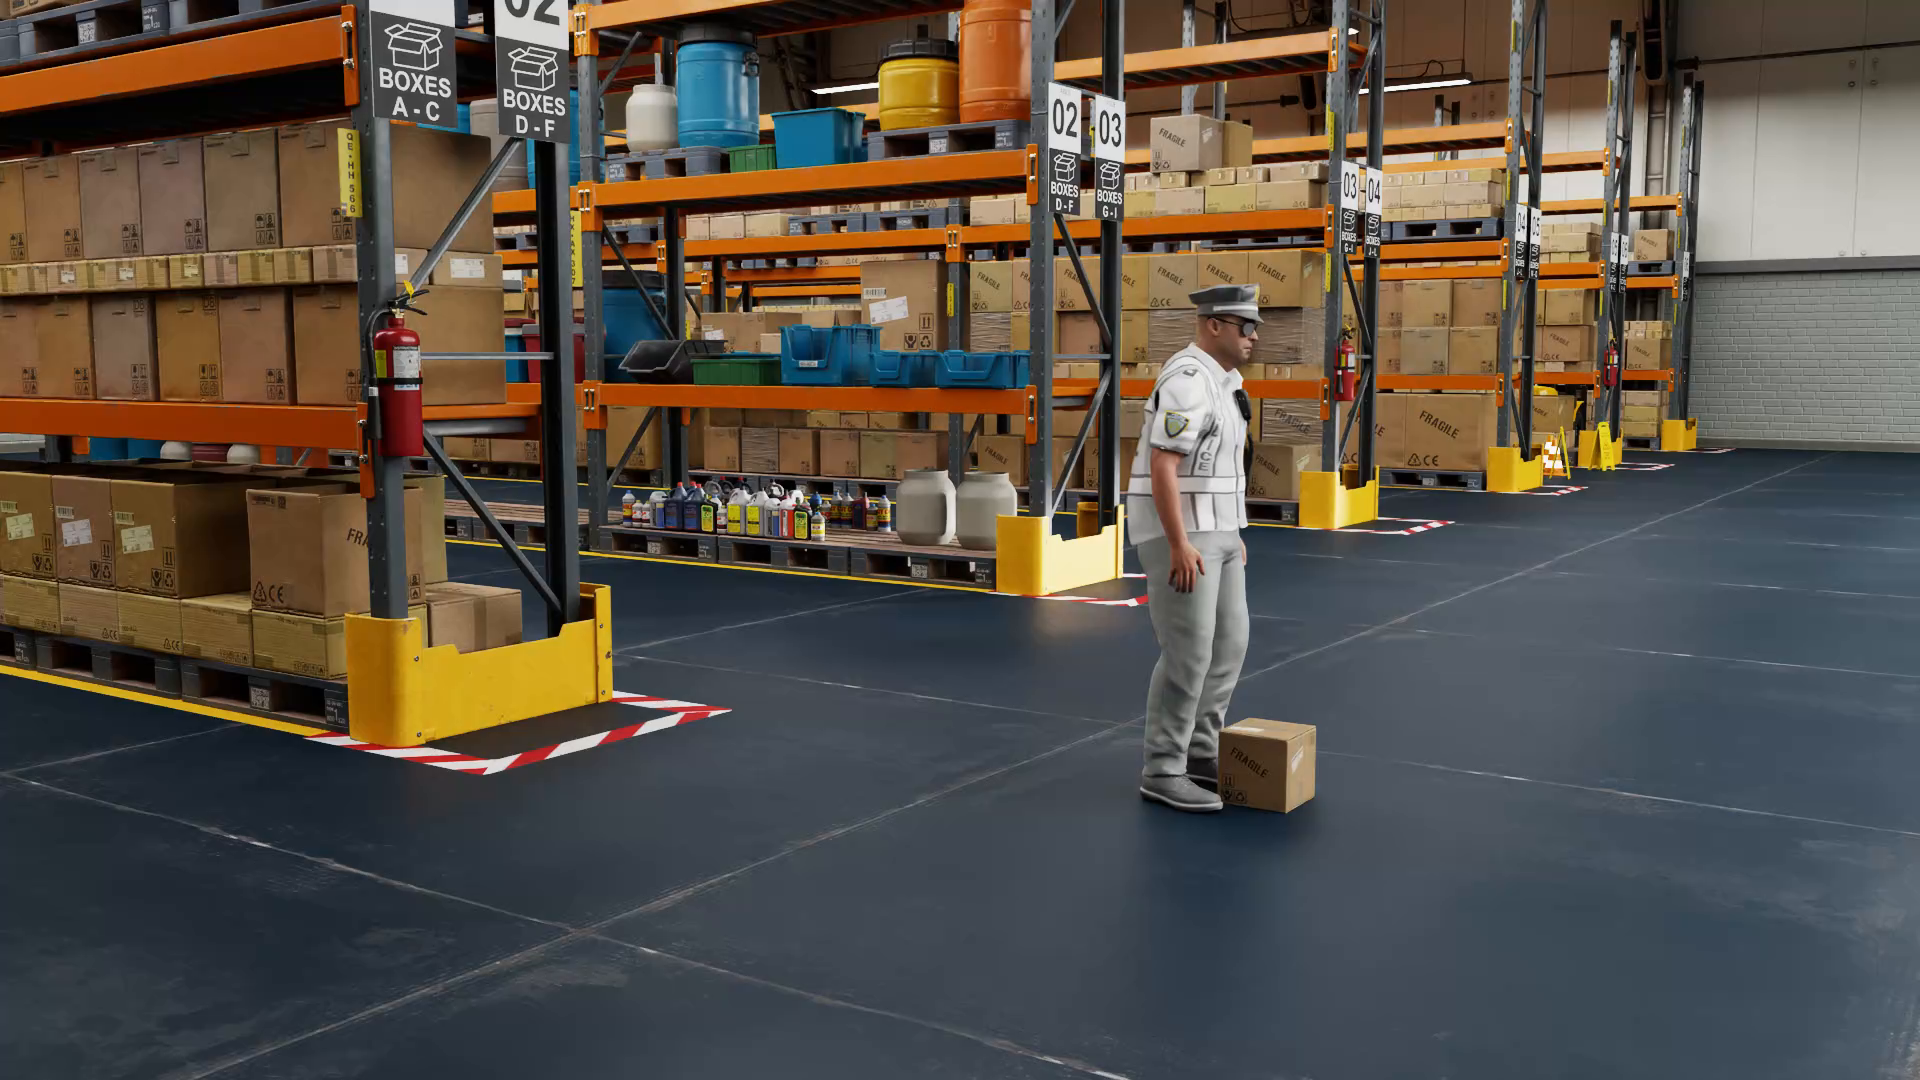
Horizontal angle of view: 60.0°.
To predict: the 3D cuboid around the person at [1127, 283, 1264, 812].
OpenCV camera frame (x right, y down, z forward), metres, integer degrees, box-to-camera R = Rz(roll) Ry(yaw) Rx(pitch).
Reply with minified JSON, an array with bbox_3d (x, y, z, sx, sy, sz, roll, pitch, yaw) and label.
[{"bbox_3d":[0.813,0.001,5.730,0.435,1.748,0.606,4,7,30],"label":"person"}]
